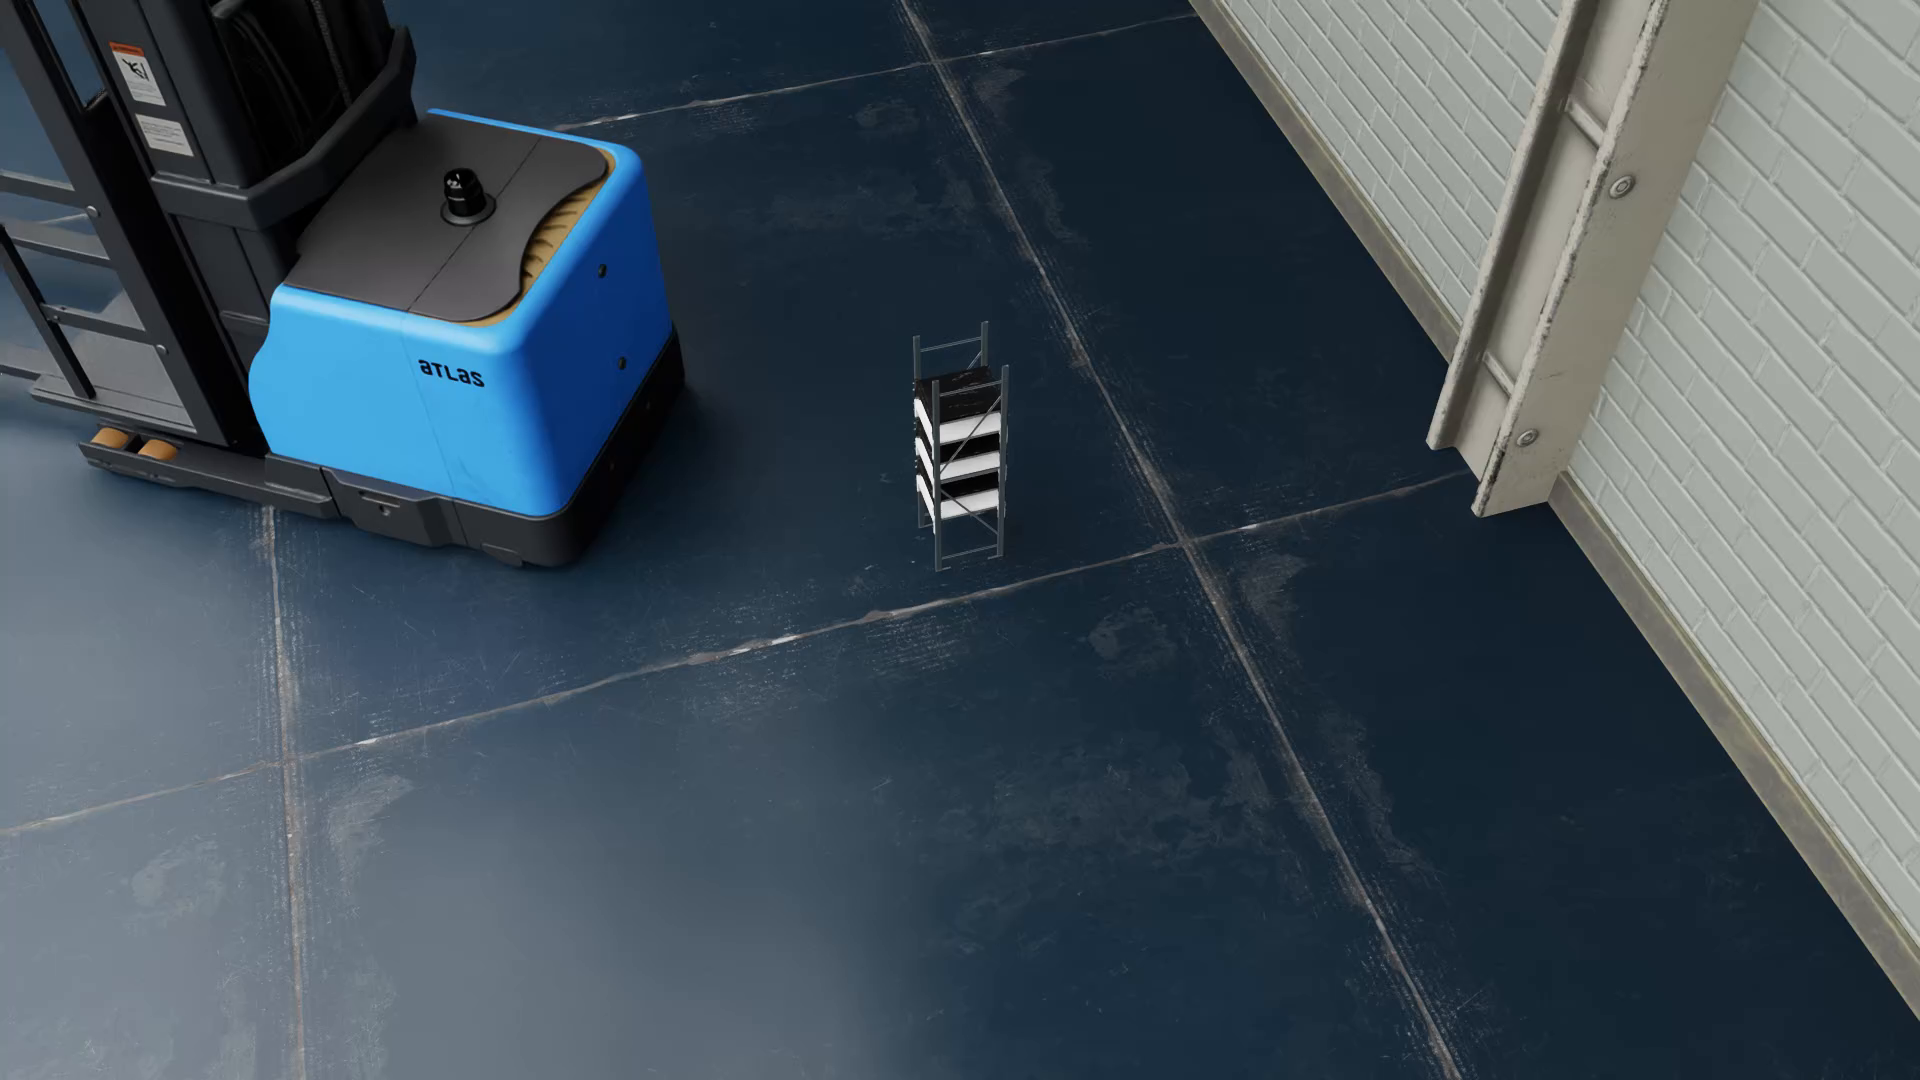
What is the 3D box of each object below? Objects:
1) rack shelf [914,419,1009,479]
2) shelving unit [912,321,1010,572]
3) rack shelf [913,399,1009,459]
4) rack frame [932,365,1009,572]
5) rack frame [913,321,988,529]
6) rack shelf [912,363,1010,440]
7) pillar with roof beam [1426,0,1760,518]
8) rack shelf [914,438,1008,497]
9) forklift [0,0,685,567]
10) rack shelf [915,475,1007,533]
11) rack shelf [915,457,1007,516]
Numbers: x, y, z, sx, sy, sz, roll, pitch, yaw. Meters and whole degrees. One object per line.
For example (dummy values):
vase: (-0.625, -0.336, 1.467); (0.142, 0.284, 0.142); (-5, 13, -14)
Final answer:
rack shelf: (0.002, -0.321, 5.358); (0.258, 0.077, 0.200); (-13, 51, -11)
shelving unit: (0.002, -0.284, 5.401); (0.258, 0.900, 0.210); (-13, 51, -11)
rack shelf: (0.002, -0.379, 5.289); (0.258, 0.077, 0.200); (-13, 51, -11)
rack frame: (0.032, -0.210, 5.338); (0.240, 0.900, 0.006); (-13, 51, -11)
rack frame: (-0.028, -0.358, 5.464); (0.240, 0.900, 0.006); (-13, 51, -11)
rack shelf: (0.002, -0.437, 5.220); (0.258, 0.077, 0.200); (-13, 51, -11)
pillar with roof beam: (-2.212, -2.184, 1.705); (9.100, 9.000, 0.400); (-13, 51, -11)
rack shelf: (0.002, -0.263, 5.426); (0.258, 0.077, 0.200); (-13, 51, -11)
forklift: (-2.595, -1.512, 5.108); (3.031, 2.935, 1.130); (13, 51, 11)
rack shelf: (0.002, -0.147, 5.564); (0.258, 0.077, 0.200); (-13, 51, -11)
rack shelf: (0.002, -0.205, 5.495); (0.258, 0.077, 0.200); (-13, 51, -11)
